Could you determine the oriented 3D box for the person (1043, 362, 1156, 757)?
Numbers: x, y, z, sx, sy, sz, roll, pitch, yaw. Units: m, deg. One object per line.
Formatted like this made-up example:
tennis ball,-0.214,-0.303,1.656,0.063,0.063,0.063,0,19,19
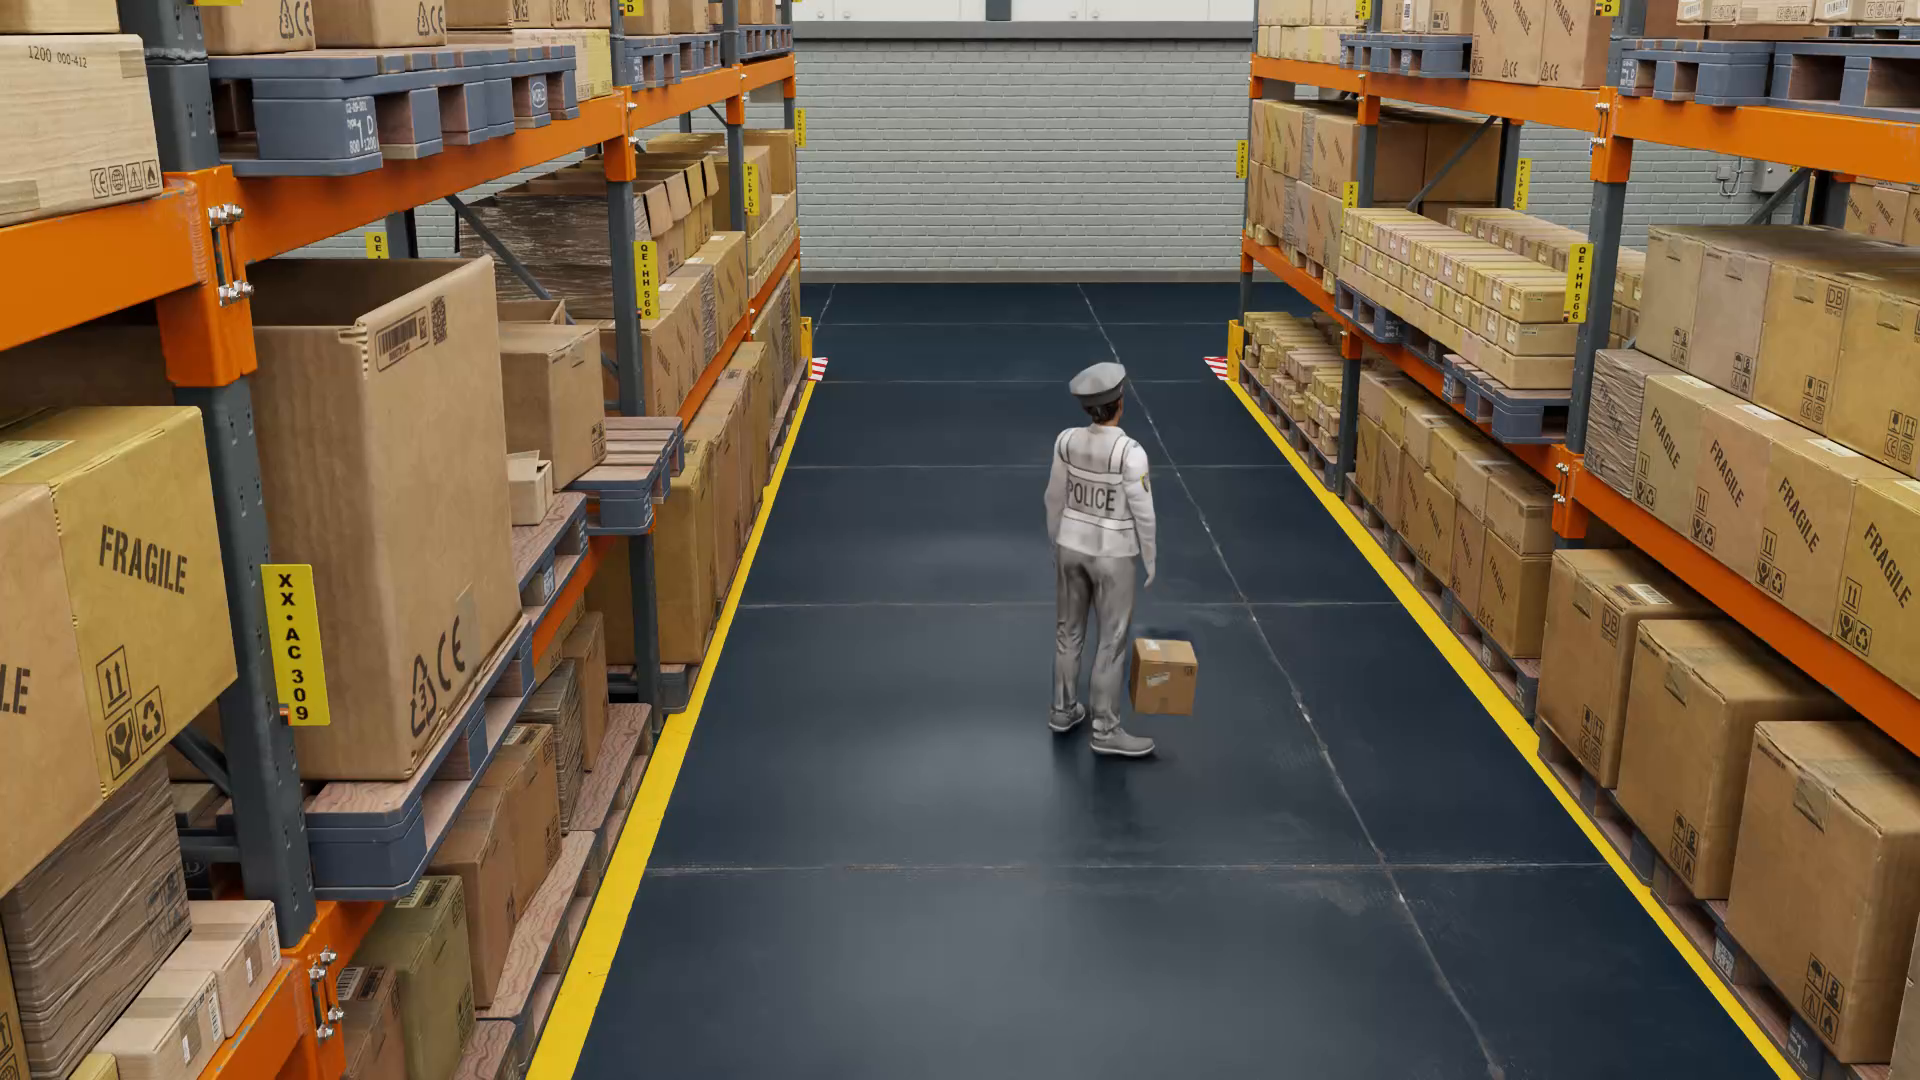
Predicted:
person,0.608,0.077,7.186,0.583,1.690,0.355,13,21,36
